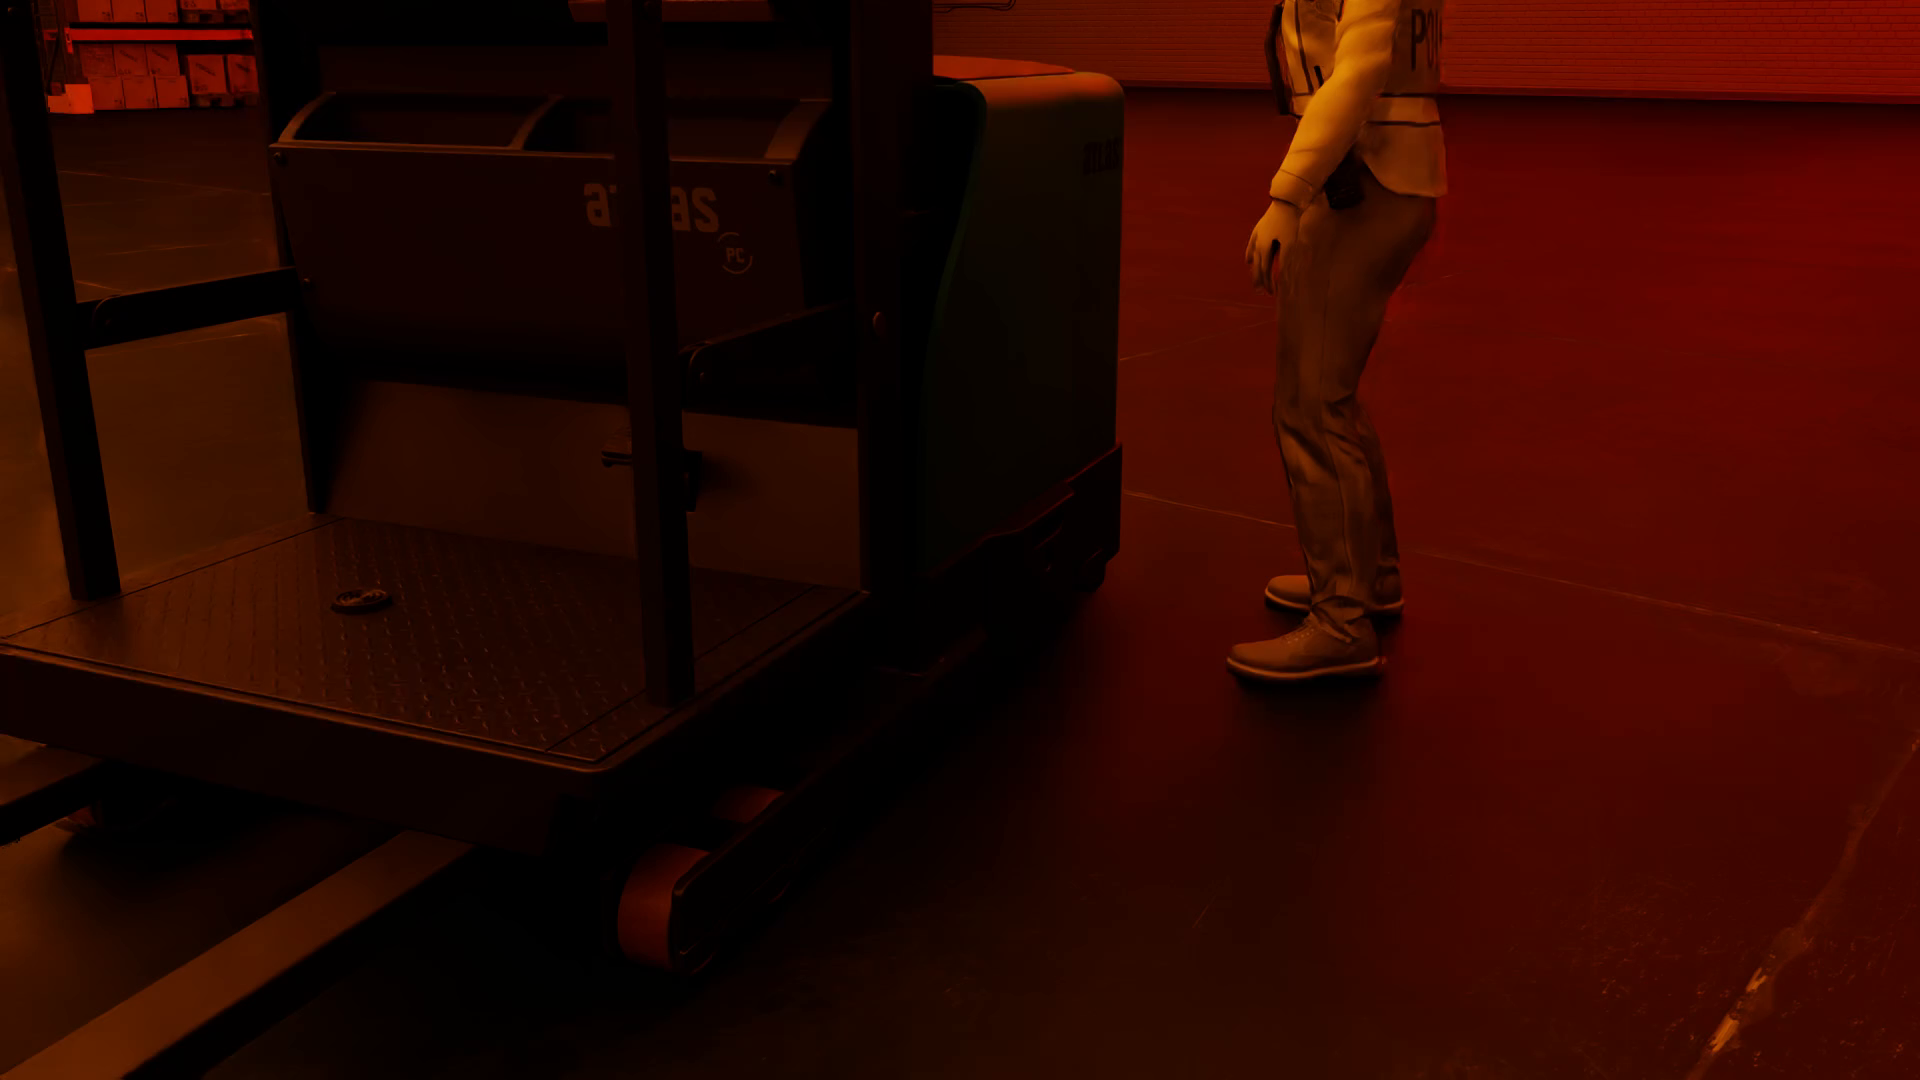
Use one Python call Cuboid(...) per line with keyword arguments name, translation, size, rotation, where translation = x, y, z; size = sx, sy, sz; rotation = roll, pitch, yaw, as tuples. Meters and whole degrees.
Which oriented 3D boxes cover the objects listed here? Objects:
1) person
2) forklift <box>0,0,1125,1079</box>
Cuboid(name="person", translation=(0.731, -0.608, 3.123), size=(0.336, 1.645, 0.715), rotation=(7, 18, 21))
Cuboid(name="forklift", translation=(-0.705, -0.989, 2.155), size=(1.130, 2.935, 3.031), rotation=(7, 18, 22))
